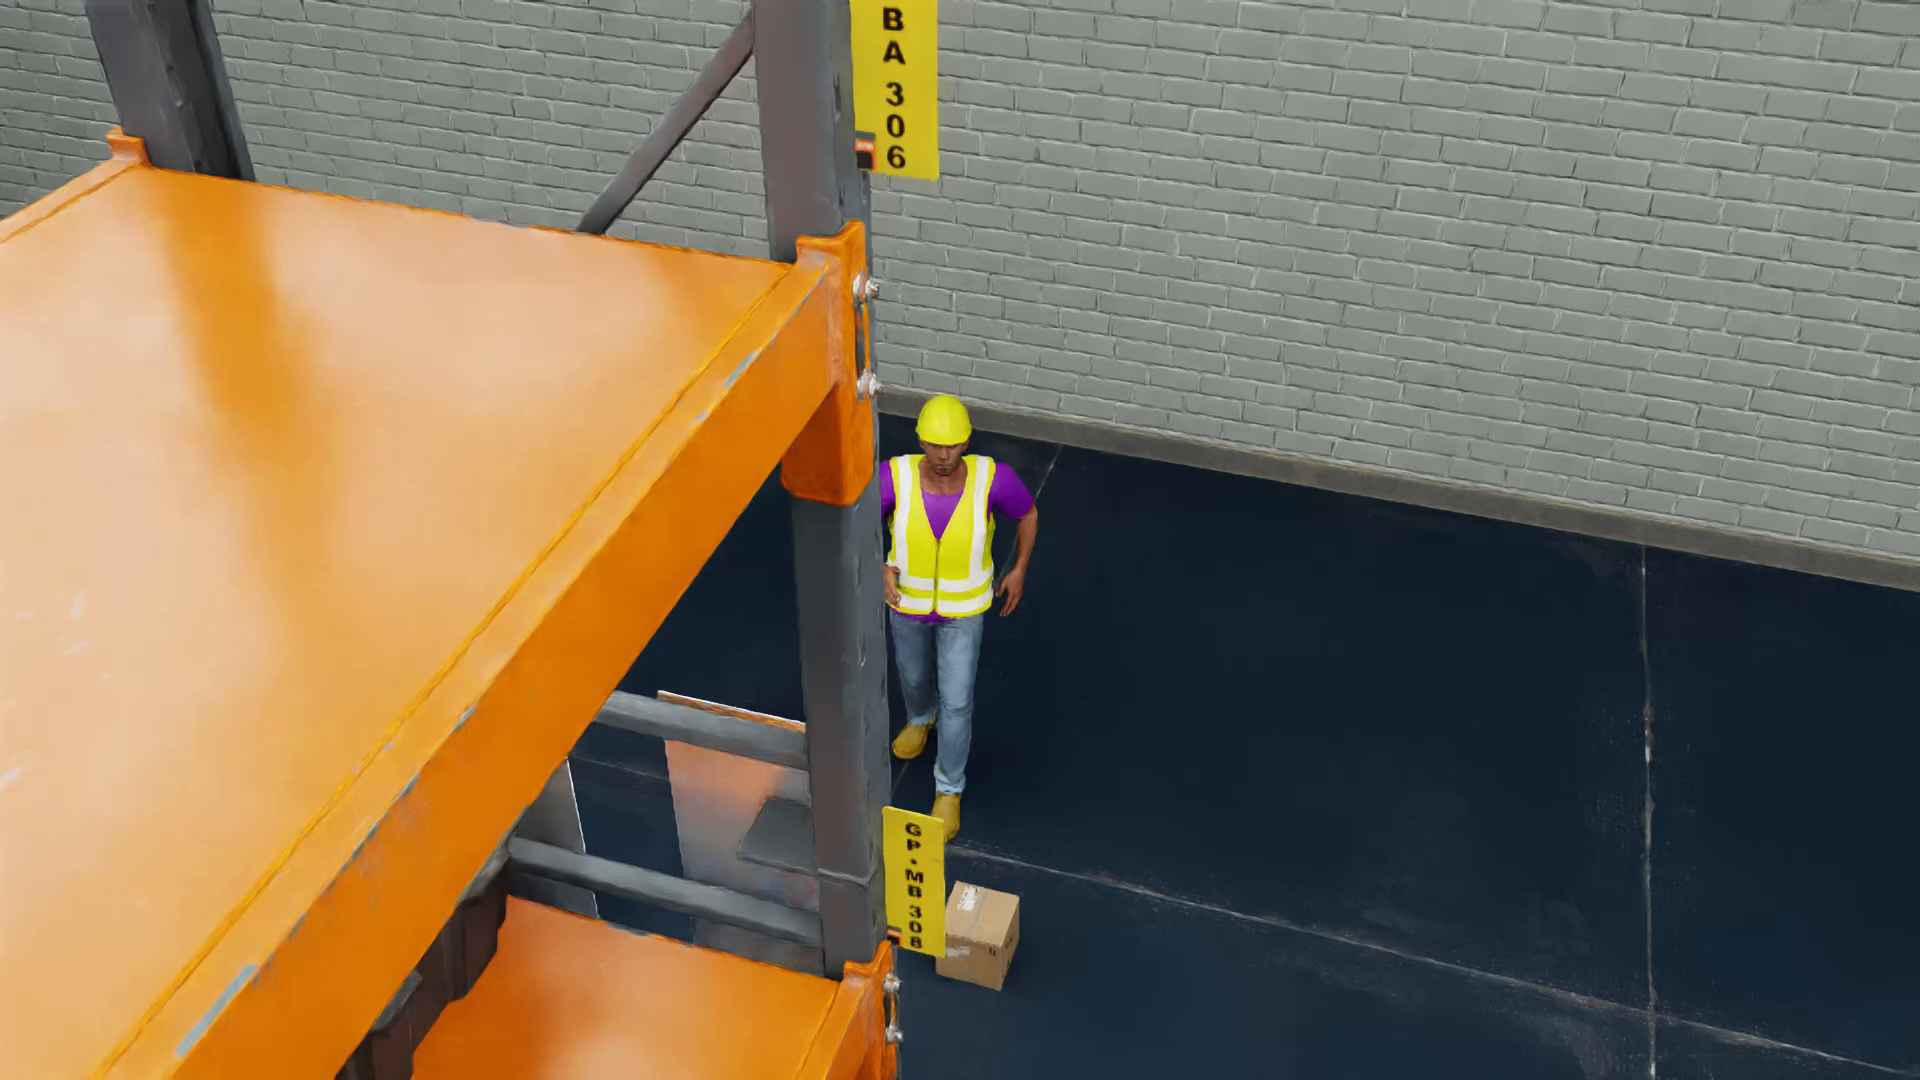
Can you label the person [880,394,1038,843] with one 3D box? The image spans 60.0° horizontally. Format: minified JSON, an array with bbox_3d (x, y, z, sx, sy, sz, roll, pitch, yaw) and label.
[{"bbox_3d":[-0.091,0.301,6.466,0.750,1.761,0.740,2,37,3],"label":"person"}]
